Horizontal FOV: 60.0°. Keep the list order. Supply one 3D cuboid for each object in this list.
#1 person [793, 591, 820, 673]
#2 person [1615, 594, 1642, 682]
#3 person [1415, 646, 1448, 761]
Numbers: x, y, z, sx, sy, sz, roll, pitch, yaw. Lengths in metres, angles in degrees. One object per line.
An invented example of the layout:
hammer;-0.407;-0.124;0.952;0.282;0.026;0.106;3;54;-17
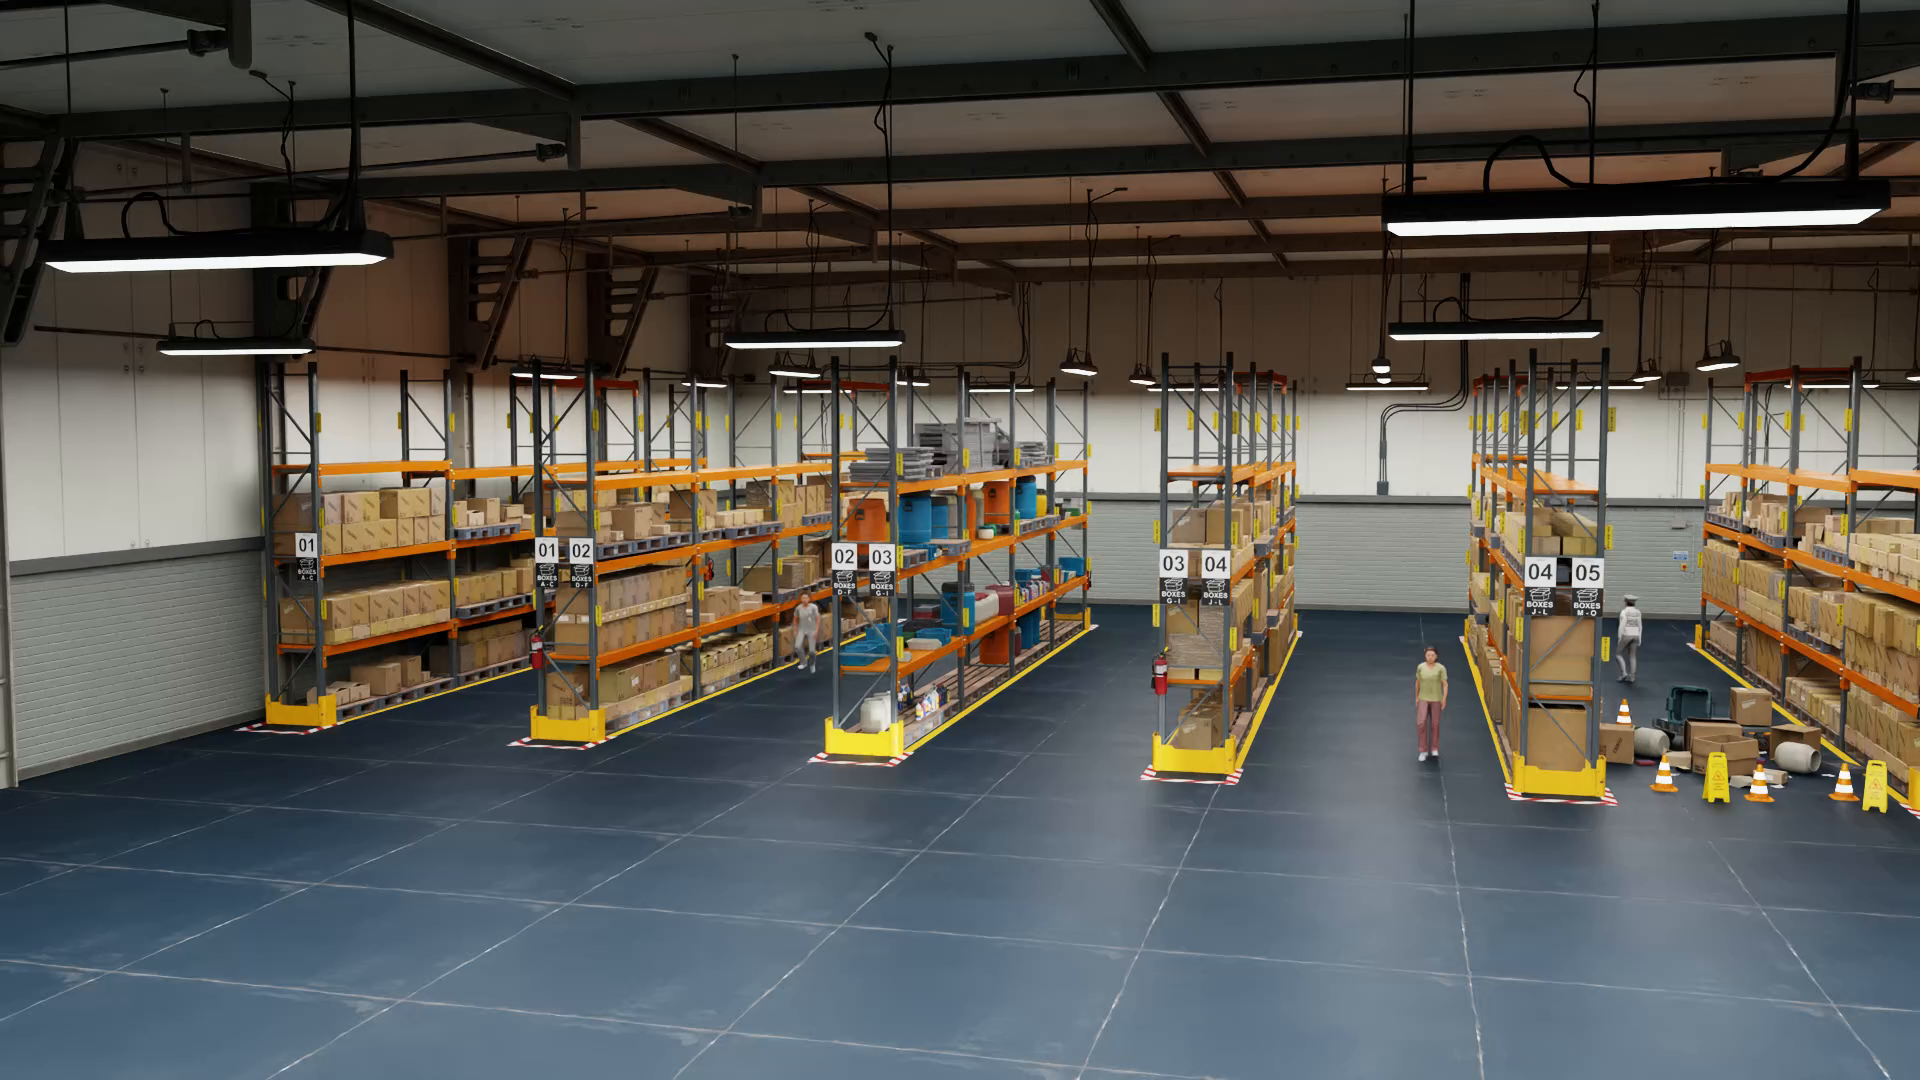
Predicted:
person;-2.963;1.787;32.107;0.523;1.631;0.714;0;4;5
person;12.957;1.913;32.215;0.518;1.713;0.343;-1;4;-14
person;7.032;2.448;24.830;0.486;1.684;0.560;2;4;23
